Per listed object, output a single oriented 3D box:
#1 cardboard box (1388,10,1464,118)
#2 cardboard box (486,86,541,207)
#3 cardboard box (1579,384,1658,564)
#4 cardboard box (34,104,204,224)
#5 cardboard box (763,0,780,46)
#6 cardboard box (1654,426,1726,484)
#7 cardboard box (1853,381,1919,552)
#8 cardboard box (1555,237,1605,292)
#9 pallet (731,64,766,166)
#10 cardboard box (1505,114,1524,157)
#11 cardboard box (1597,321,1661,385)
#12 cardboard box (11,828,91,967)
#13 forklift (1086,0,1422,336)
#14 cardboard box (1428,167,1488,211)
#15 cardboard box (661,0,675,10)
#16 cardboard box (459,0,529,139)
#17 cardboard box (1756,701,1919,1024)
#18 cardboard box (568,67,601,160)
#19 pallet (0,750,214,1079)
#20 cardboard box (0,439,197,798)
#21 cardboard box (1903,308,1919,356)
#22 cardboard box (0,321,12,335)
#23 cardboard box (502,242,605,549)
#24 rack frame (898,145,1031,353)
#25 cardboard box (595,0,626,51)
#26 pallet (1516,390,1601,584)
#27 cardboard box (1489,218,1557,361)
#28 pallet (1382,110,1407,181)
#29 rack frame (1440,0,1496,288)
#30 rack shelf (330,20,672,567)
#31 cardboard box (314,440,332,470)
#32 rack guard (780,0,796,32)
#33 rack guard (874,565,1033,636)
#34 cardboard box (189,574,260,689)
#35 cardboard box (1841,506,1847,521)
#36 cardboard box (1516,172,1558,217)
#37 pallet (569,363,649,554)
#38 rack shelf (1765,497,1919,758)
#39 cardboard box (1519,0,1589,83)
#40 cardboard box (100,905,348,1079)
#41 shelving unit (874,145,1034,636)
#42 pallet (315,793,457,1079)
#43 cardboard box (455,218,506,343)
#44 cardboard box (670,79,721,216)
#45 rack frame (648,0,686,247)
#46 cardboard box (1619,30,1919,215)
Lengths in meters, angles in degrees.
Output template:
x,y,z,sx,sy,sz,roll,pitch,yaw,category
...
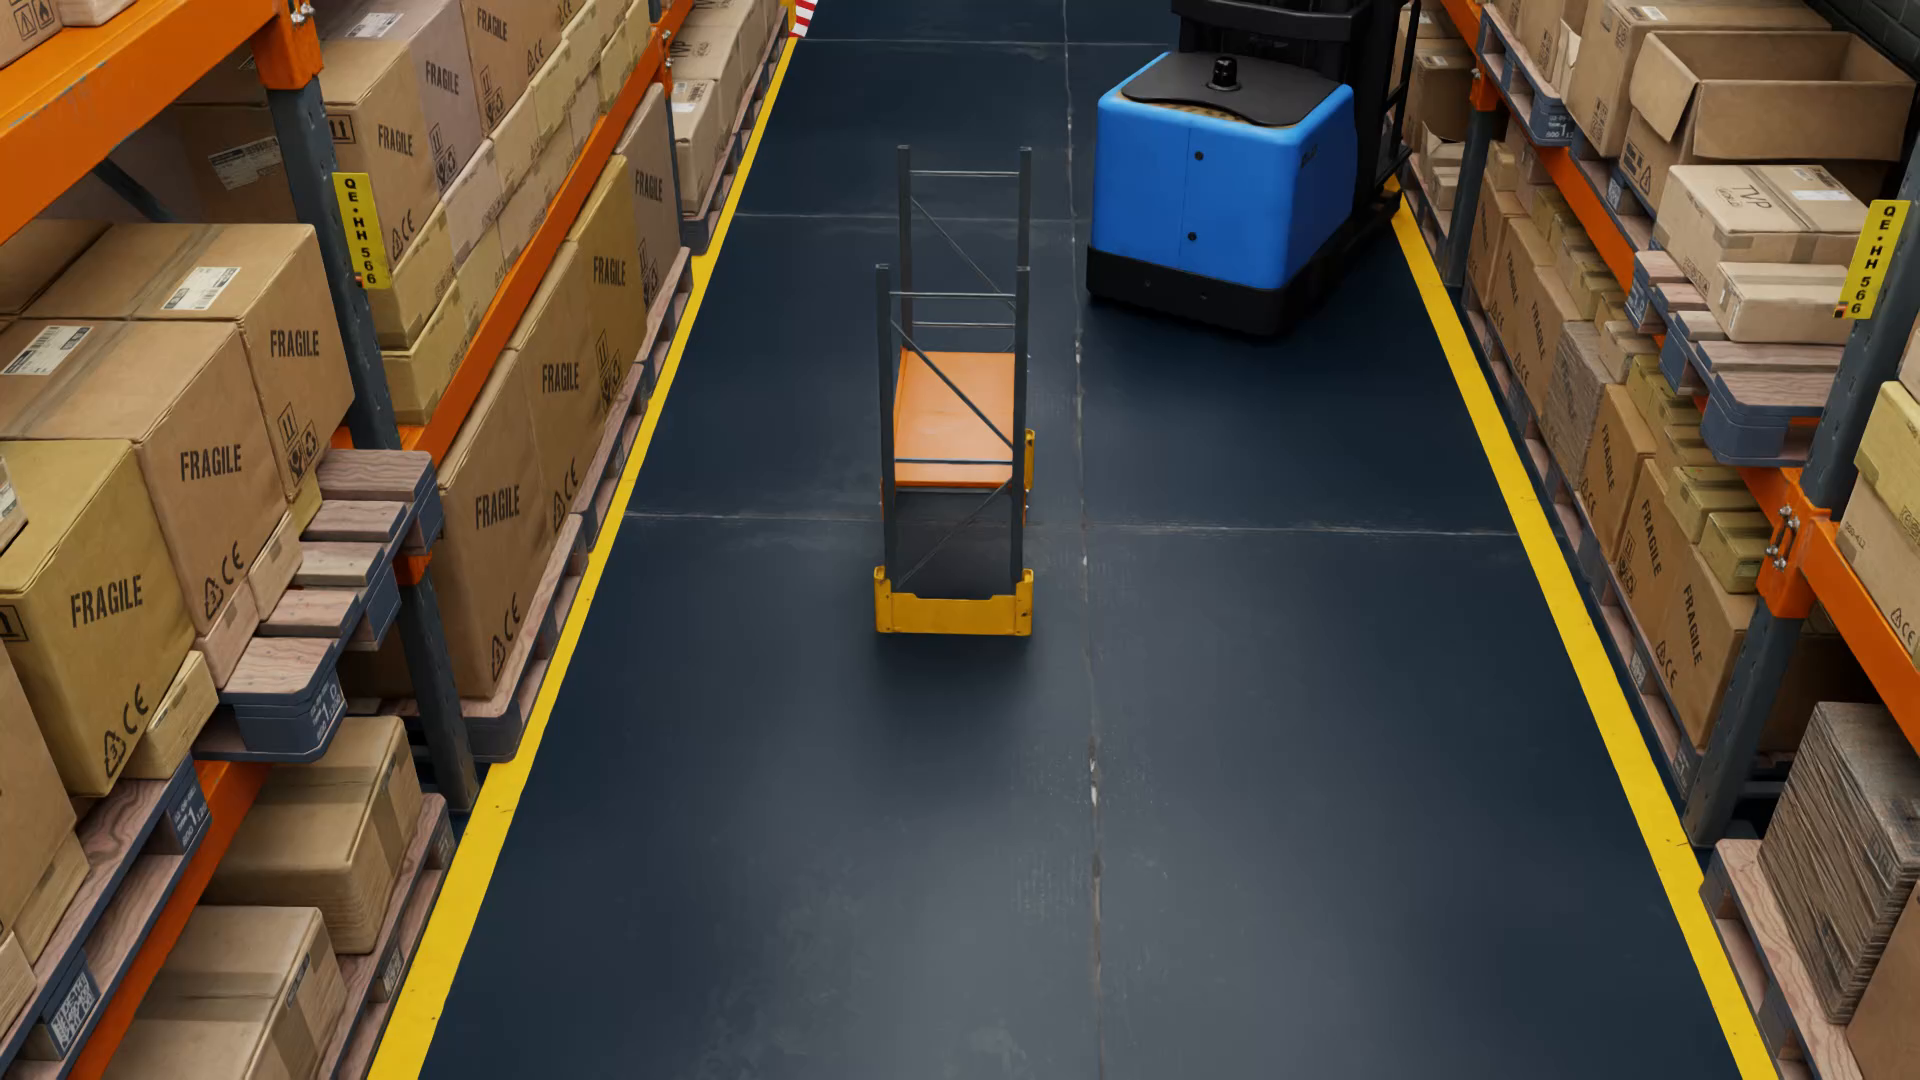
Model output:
x,y,z,sx,sy,sz,roll,pitch,yaw,category
2.860,-2.863,10.024,0.500,0.500,0.500,2,35,3,cardboard box
-1.786,-1.383,5.804,0.500,0.250,0.500,1,35,2,cardboard box
2.703,-0.244,6.296,0.500,0.500,0.500,3,35,4,cardboard box
-2.348,-1.124,4.784,0.500,0.500,0.500,0,35,1,cardboard box
-1.713,-3.709,11.282,0.875,0.438,0.875,0,35,0,cardboard box
2.654,-0.270,5.771,0.380,0.149,0.250,0,35,0,cardboard box
2.565,-0.153,4.055,0.500,0.250,0.500,1,35,2,cardboard box
2.755,-1.162,7.039,0.380,0.149,0.250,1,35,2,cardboard box
-1.792,-2.666,10.360,1.003,0.211,1.213,1,35,2,pallet
2.793,-1.891,7.818,0.380,0.149,0.250,1,35,1,cardboard box
2.700,-0.724,6.416,0.380,0.149,0.250,0,35,0,cardboard box
-1.869,0.646,3.076,0.380,0.149,0.250,0,35,0,cardboard box
1.810,-3.009,8.482,1.130,2.935,3.031,18,39,24,forklift
2.742,-1.889,8.943,0.380,0.149,0.250,0,35,0,cardboard box
-1.666,-2.974,8.285,0.500,0.500,0.500,2,35,3,cardboard box
-1.797,-1.681,5.576,0.500,0.500,0.500,2,35,3,cardboard box
2.813,0.899,4.562,0.875,0.625,0.625,2,35,3,cardboard box
-1.774,-1.762,6.779,0.500,0.250,0.500,0,35,1,cardboard box
-2.146,0.846,3.105,1.003,0.211,1.213,1,35,2,pallet
-1.877,0.150,3.218,0.500,0.500,0.500,-1,35,-1,cardboard box
3.029,-0.763,4.775,0.500,0.500,0.500,3,35,4,cardboard box
-2.371,-0.153,3.648,0.500,0.500,0.500,3,35,4,cardboard box
-1.957,-0.581,6.450,0.875,0.875,0.875,2,35,2,cardboard box
0.017,-0.857,6.665,0.500,1.500,0.032,1,35,2,rack frame
-1.734,-2.266,7.061,0.500,0.250,0.500,2,35,3,cardboard box
2.972,-0.245,6.915,1.003,0.211,1.213,1,35,2,pallet
2.757,-1.127,7.553,0.500,0.500,0.500,1,35,1,cardboard box
3.088,-2.513,10.142,1.003,0.211,1.213,1,35,2,pallet
3.013,-2.557,7.779,1.000,3.000,0.127,1,35,2,rack frame
-2.027,-1.226,6.511,1.077,0.370,4.000,1,35,2,rack shelf
-1.886,-0.246,4.345,0.380,0.149,0.250,3,35,4,cardboard box
-1.785,-3.958,11.947,1.175,0.500,0.348,1,35,2,rack guard
-0.023,0.228,6.209,0.587,0.250,0.087,1,35,2,rack guard
-1.808,0.200,3.710,0.380,0.149,0.250,0,35,0,cardboard box
3.189,0.075,5.843,0.500,0.500,0.500,1,35,2,cardboard box
2.799,-1.610,7.677,0.380,0.149,0.250,0,35,1,cardboard box
-1.949,-0.380,7.108,1.003,0.211,1.213,1,35,2,pallet
2.772,1.185,3.081,1.077,0.370,4.000,1,35,2,rack shelf
2.749,-2.199,6.818,0.700,0.500,0.500,2,35,2,cardboard box
-2.162,1.281,4.239,0.950,0.372,0.625,1,35,1,cardboard box
-0.003,-0.570,6.256,0.587,1.500,1.083,1,35,2,shelving unit
-2.141,1.219,4.832,1.003,0.211,1.213,1,35,2,pallet
-1.834,-0.880,5.524,0.500,0.250,0.500,0,35,1,cardboard box
-1.815,-2.151,9.065,0.875,0.438,0.875,1,35,1,cardboard box
-1.947,-2.669,7.939,1.000,3.000,0.127,1,35,2,rack frame
2.733,-1.415,5.699,0.797,0.503,0.637,1,35,1,cardboard box
